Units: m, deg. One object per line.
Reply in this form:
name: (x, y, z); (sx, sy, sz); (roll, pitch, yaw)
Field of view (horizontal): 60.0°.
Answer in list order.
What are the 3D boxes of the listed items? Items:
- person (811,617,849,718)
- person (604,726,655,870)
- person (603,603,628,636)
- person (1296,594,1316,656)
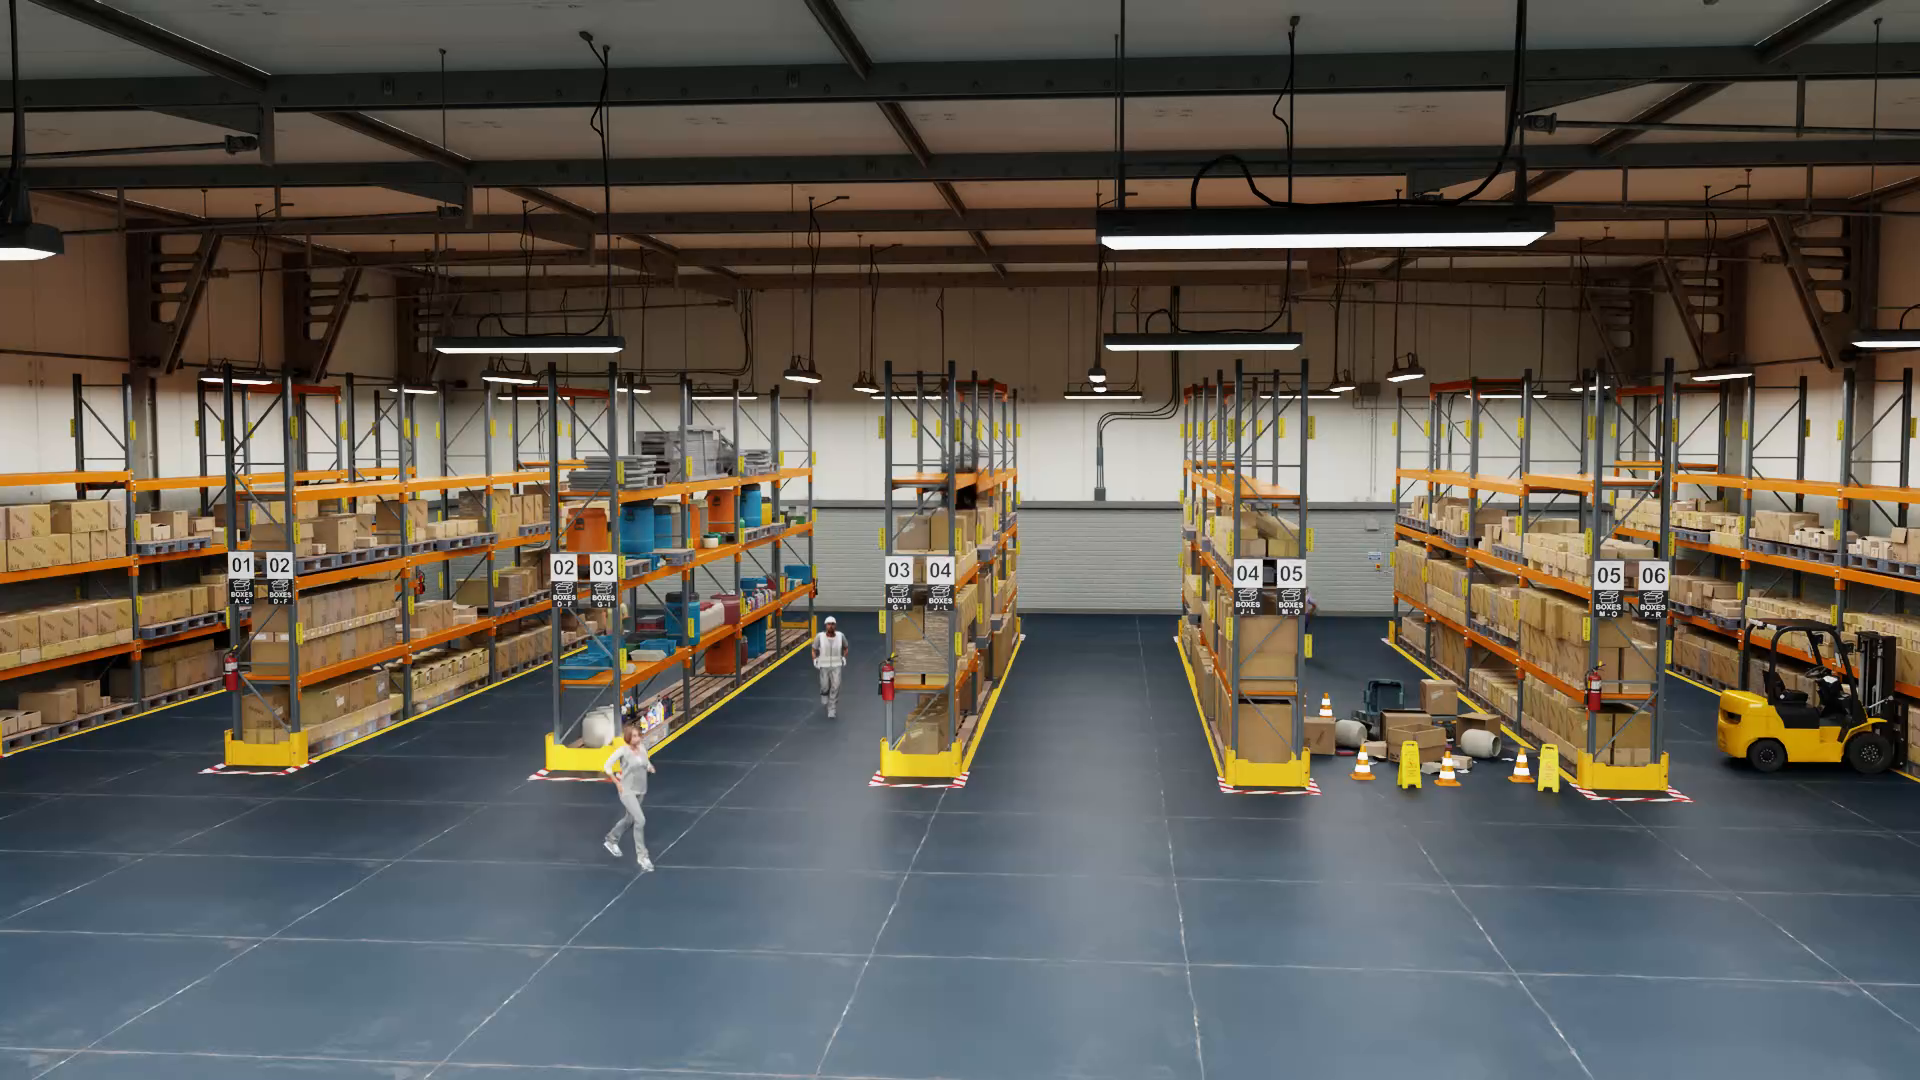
person: (-2.266, 2.214, 29.132); (0.681, 1.746, 0.726); (-1, 4, -9)
person: (-3.791, 2.989, 19.178); (0.792, 1.534, 0.519); (2, 4, 33)
person: (-7.192, 1.898, 34.684); (0.567, 1.718, 0.669); (0, 4, -1)
person: (7.520, 1.758, 36.876); (0.585, 1.613, 0.629); (-1, 4, -16)
